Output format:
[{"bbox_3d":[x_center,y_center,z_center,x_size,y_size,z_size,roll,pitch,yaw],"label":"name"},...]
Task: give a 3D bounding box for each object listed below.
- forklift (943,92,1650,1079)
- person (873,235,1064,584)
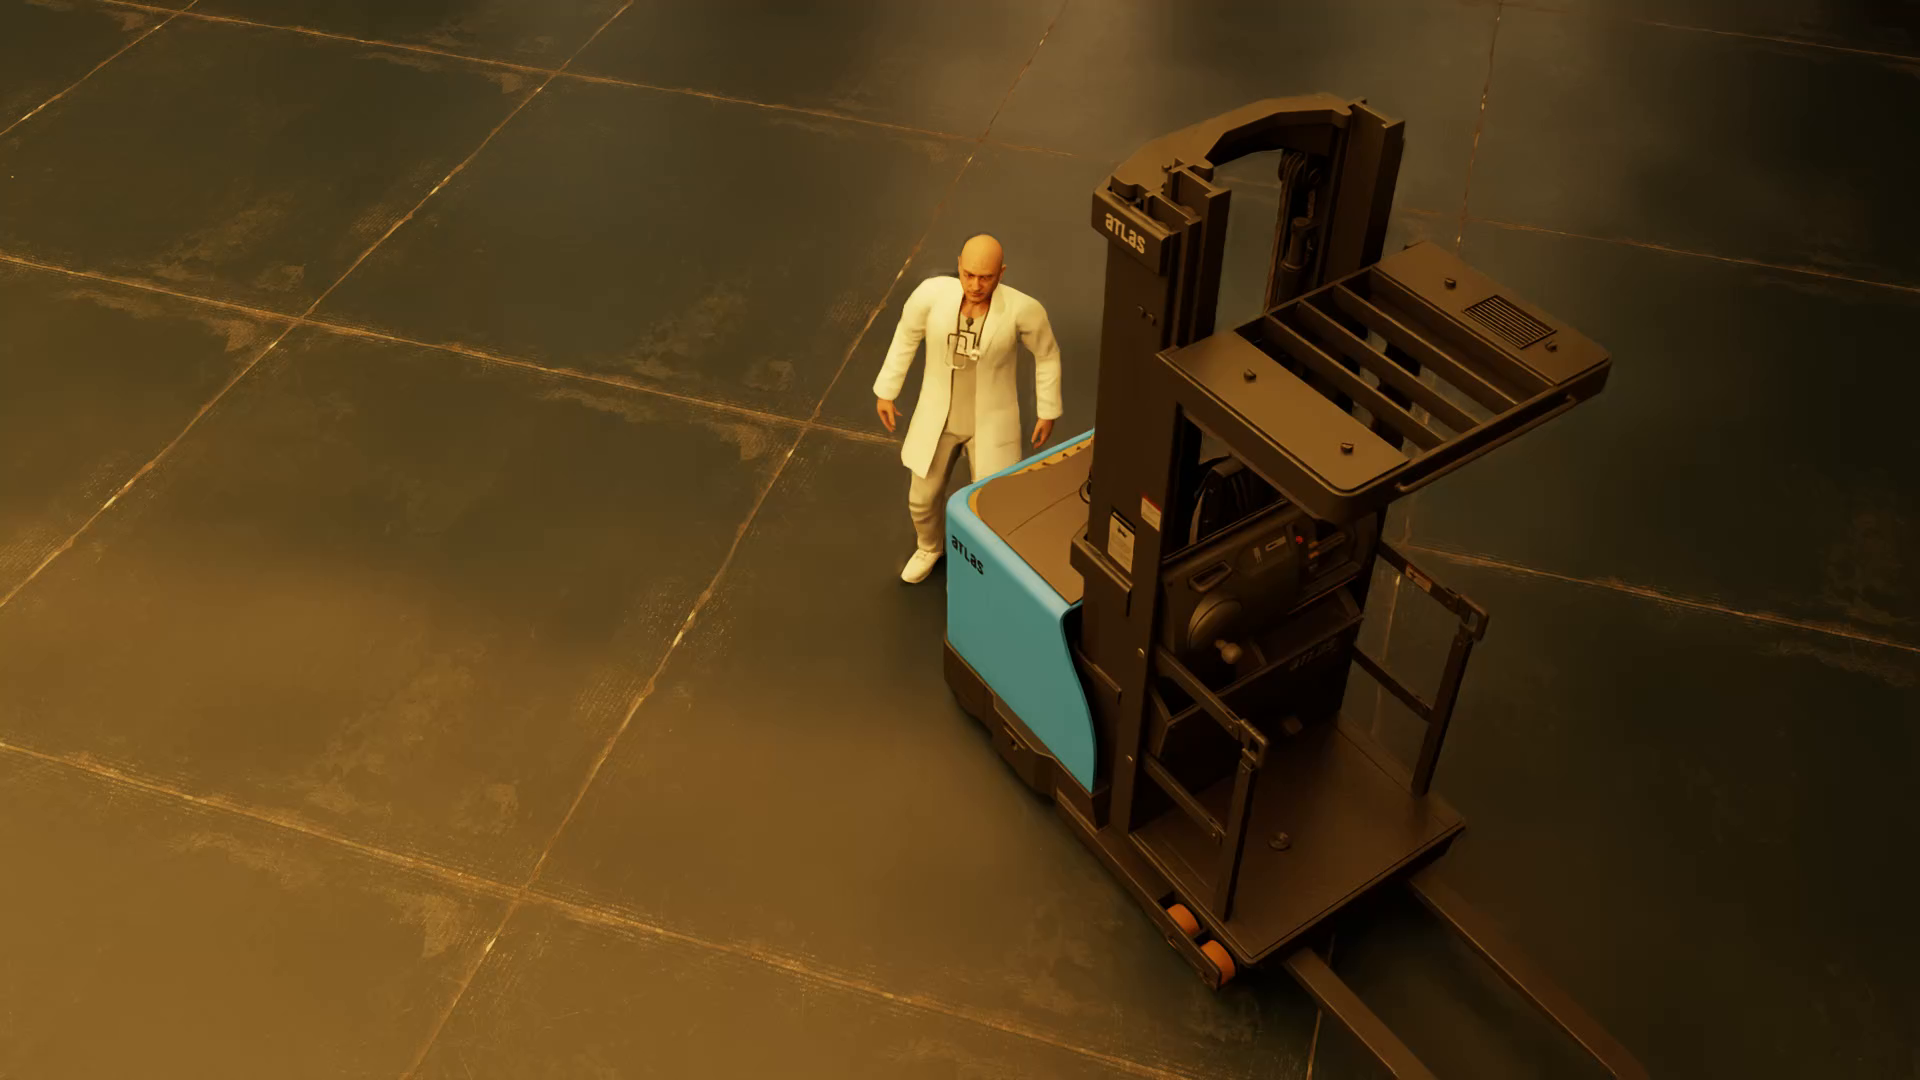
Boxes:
[{"bbox_3d":[1.179,0.181,5.495,1.130,2.935,3.031,-25,48,-25],"label":"forklift"},{"bbox_3d":[0.002,-0.447,7.051,0.821,1.744,0.699,8,43,8],"label":"person"}]
